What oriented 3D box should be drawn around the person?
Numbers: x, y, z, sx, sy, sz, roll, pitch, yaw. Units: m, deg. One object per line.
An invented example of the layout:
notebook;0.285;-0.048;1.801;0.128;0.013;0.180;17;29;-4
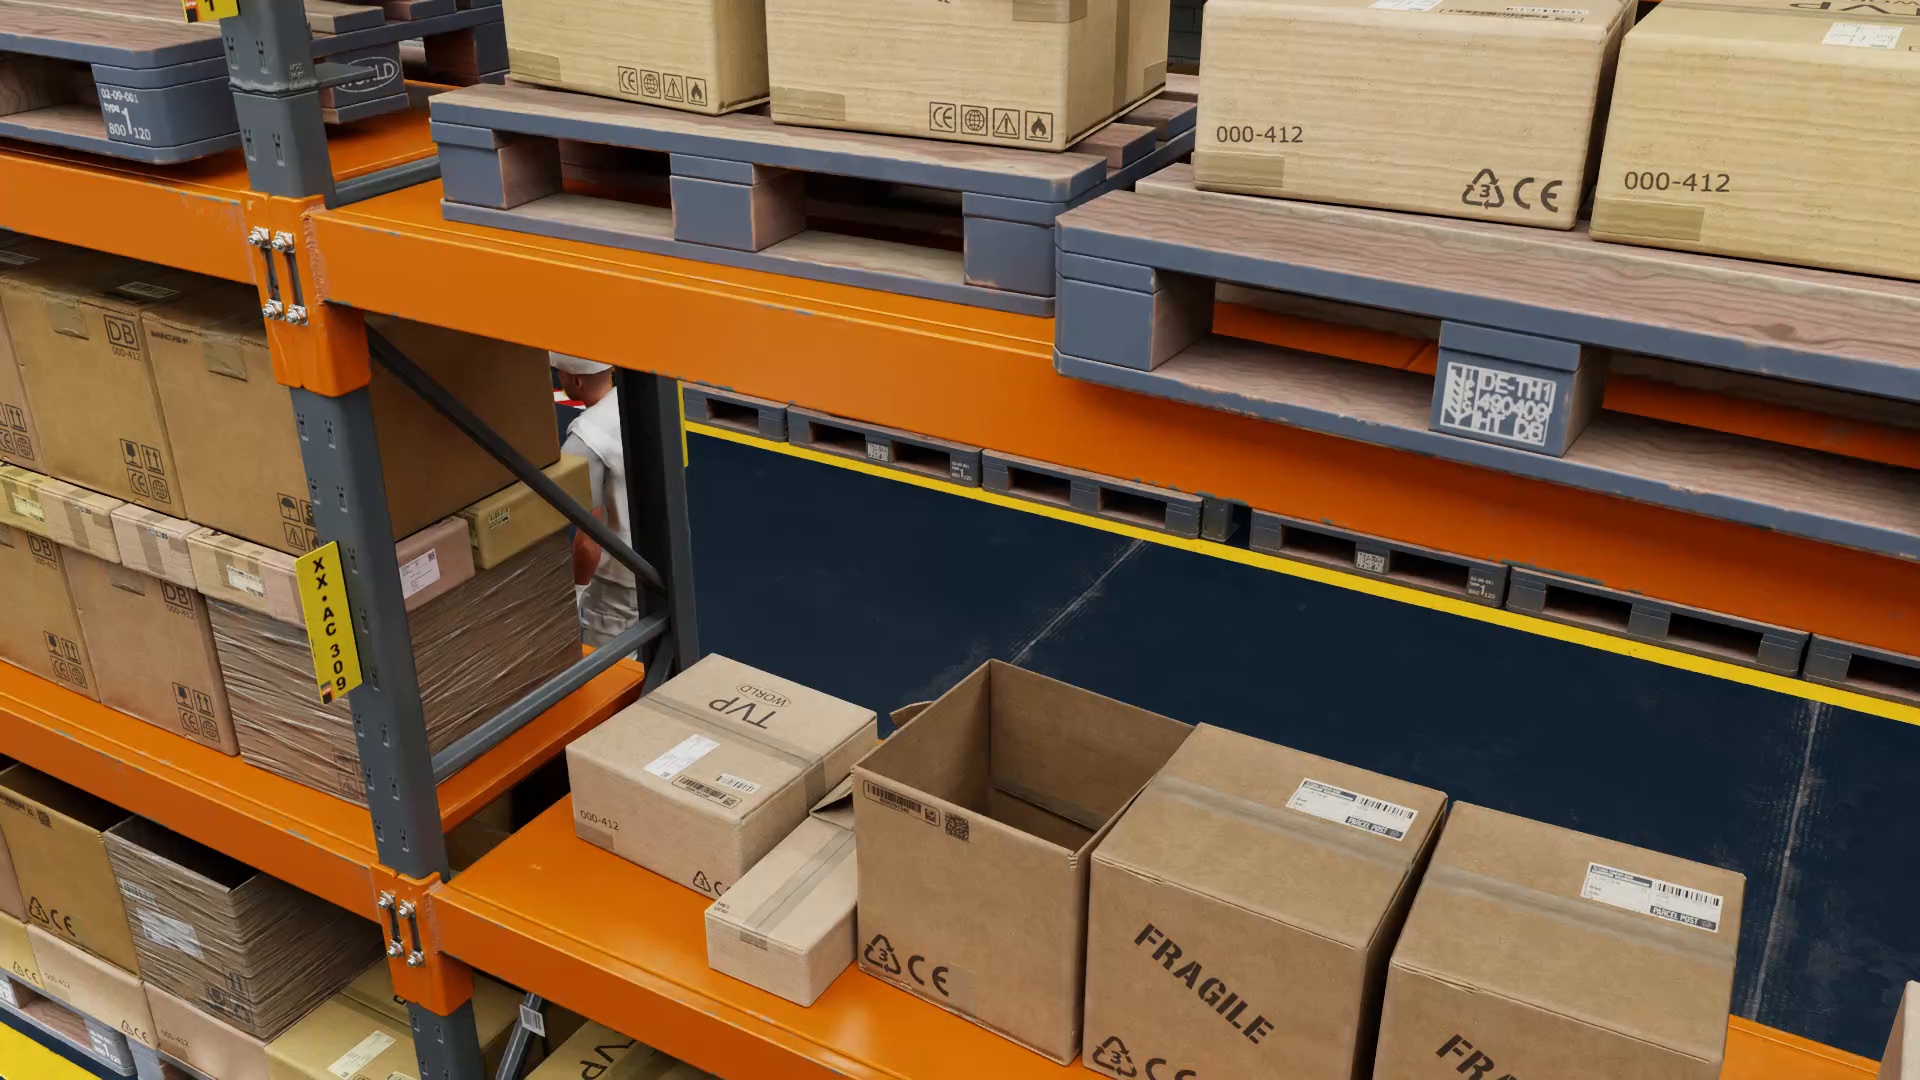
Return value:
person;-1.205;0.075;5.946;0.453;1.778;0.617;12;29;23
